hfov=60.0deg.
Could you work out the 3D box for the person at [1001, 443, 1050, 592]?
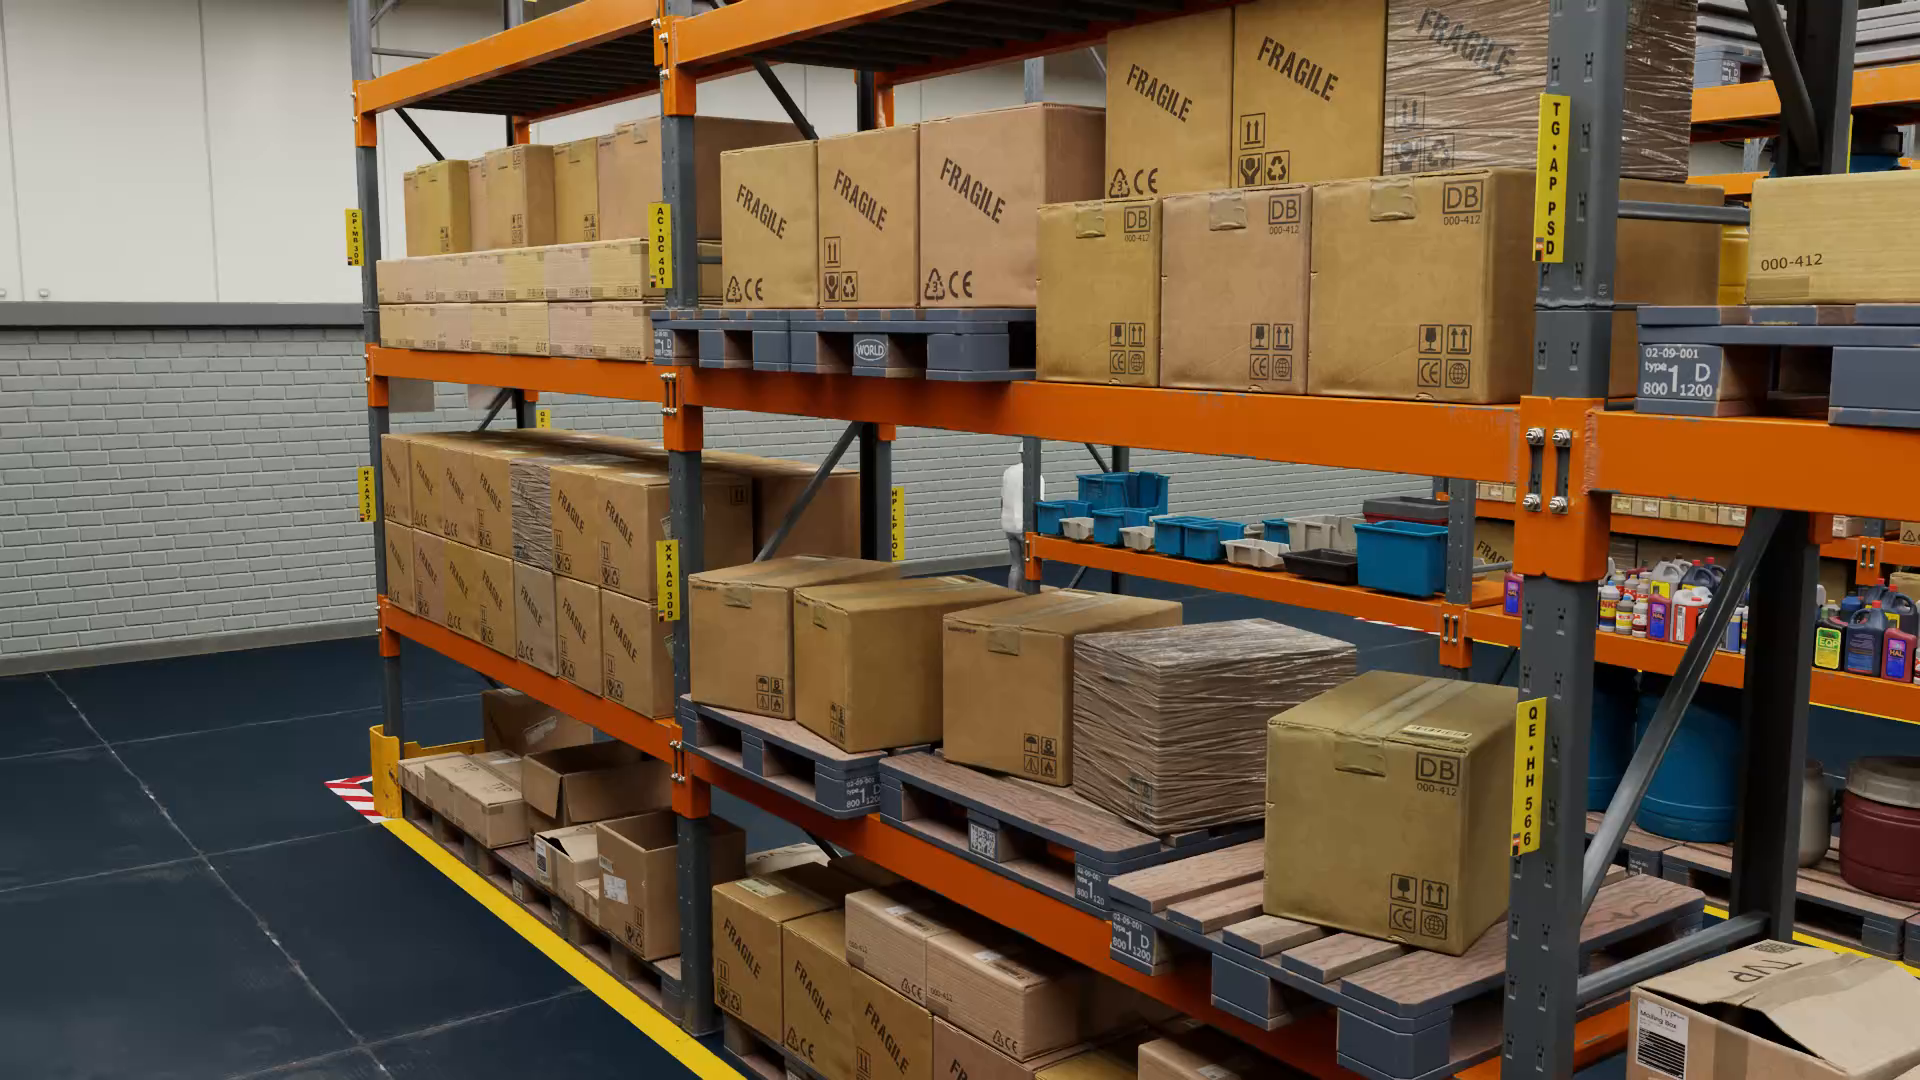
[{"bbox_3d":[0.662,-0.121,16.622,0.457,1.761,0.628,-6,9,-35],"label":"person"}]
